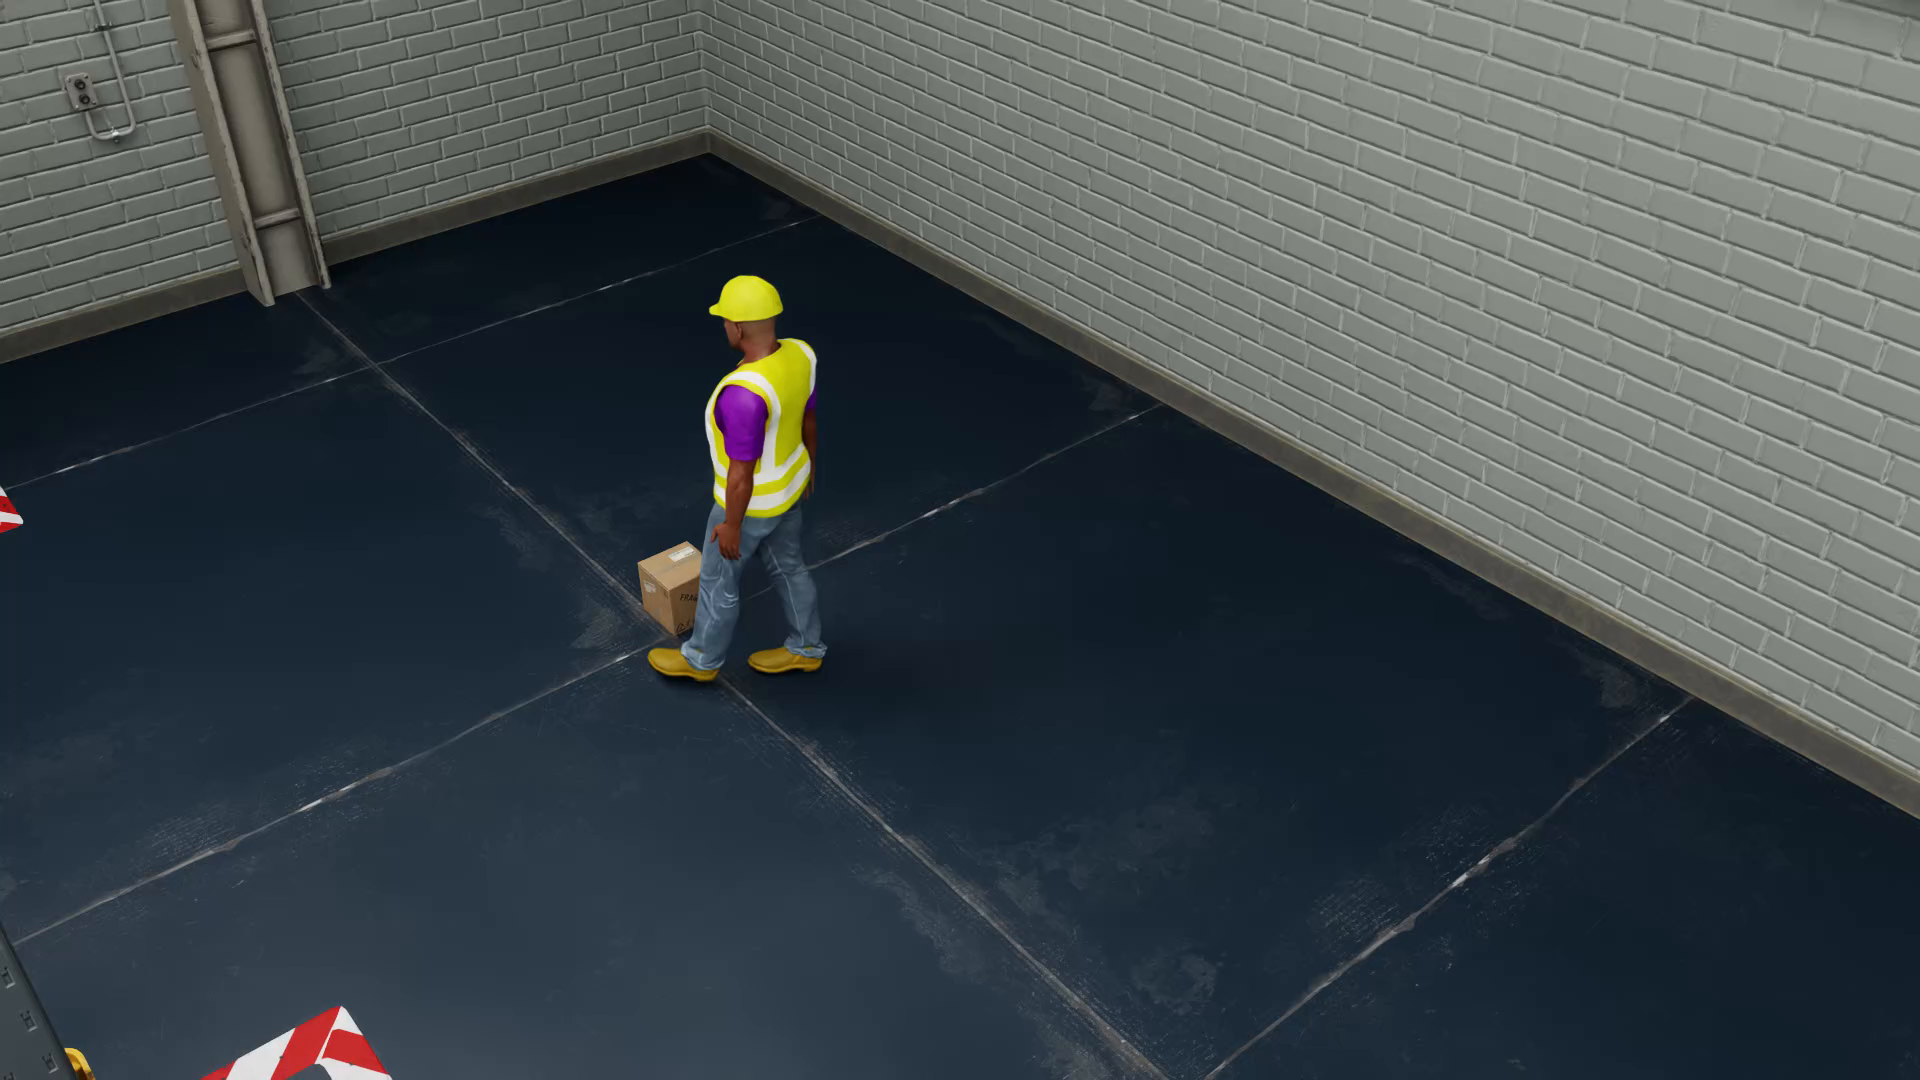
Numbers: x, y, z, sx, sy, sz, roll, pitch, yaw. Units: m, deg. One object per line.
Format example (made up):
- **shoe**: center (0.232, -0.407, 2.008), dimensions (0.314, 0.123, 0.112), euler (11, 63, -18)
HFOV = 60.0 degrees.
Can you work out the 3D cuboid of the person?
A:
- **person**: center (-0.893, -0.222, 6.425), dimensions (0.692, 1.762, 0.598), euler (12, 37, 16)
